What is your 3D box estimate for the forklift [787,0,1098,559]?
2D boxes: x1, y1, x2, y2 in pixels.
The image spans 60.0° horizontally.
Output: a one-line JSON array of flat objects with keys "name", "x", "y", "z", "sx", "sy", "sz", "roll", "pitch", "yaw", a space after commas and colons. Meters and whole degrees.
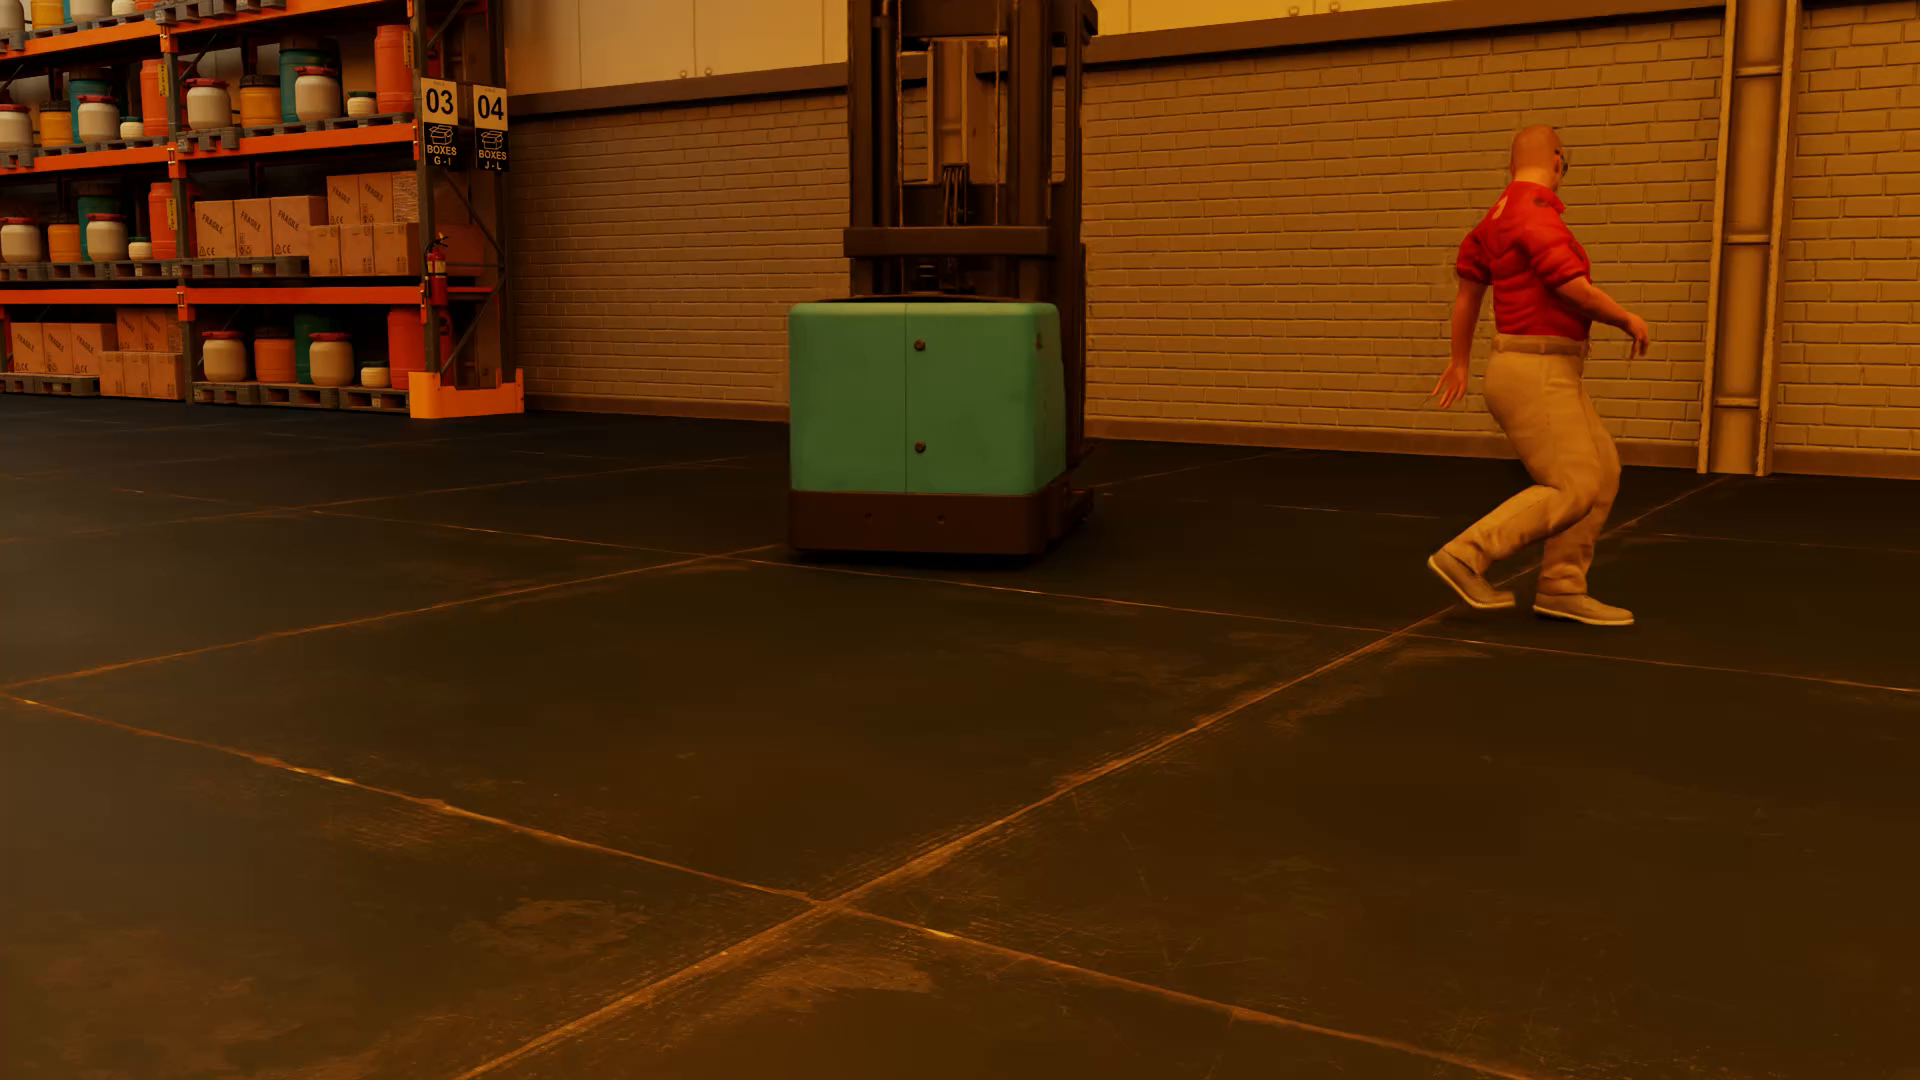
[{"name": "forklift", "x": 0.068, "y": -1.540, "z": 8.021, "sx": 1.130, "sy": 2.935, "sz": 3.031, "roll": 2, "pitch": 8, "yaw": 11}]

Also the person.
[{"name": "person", "x": 1.946, "y": -0.548, "z": 5.609, "sx": 0.695, "sy": 1.664, "sz": 0.665, "roll": 3, "pitch": 8, "yaw": 17}]
